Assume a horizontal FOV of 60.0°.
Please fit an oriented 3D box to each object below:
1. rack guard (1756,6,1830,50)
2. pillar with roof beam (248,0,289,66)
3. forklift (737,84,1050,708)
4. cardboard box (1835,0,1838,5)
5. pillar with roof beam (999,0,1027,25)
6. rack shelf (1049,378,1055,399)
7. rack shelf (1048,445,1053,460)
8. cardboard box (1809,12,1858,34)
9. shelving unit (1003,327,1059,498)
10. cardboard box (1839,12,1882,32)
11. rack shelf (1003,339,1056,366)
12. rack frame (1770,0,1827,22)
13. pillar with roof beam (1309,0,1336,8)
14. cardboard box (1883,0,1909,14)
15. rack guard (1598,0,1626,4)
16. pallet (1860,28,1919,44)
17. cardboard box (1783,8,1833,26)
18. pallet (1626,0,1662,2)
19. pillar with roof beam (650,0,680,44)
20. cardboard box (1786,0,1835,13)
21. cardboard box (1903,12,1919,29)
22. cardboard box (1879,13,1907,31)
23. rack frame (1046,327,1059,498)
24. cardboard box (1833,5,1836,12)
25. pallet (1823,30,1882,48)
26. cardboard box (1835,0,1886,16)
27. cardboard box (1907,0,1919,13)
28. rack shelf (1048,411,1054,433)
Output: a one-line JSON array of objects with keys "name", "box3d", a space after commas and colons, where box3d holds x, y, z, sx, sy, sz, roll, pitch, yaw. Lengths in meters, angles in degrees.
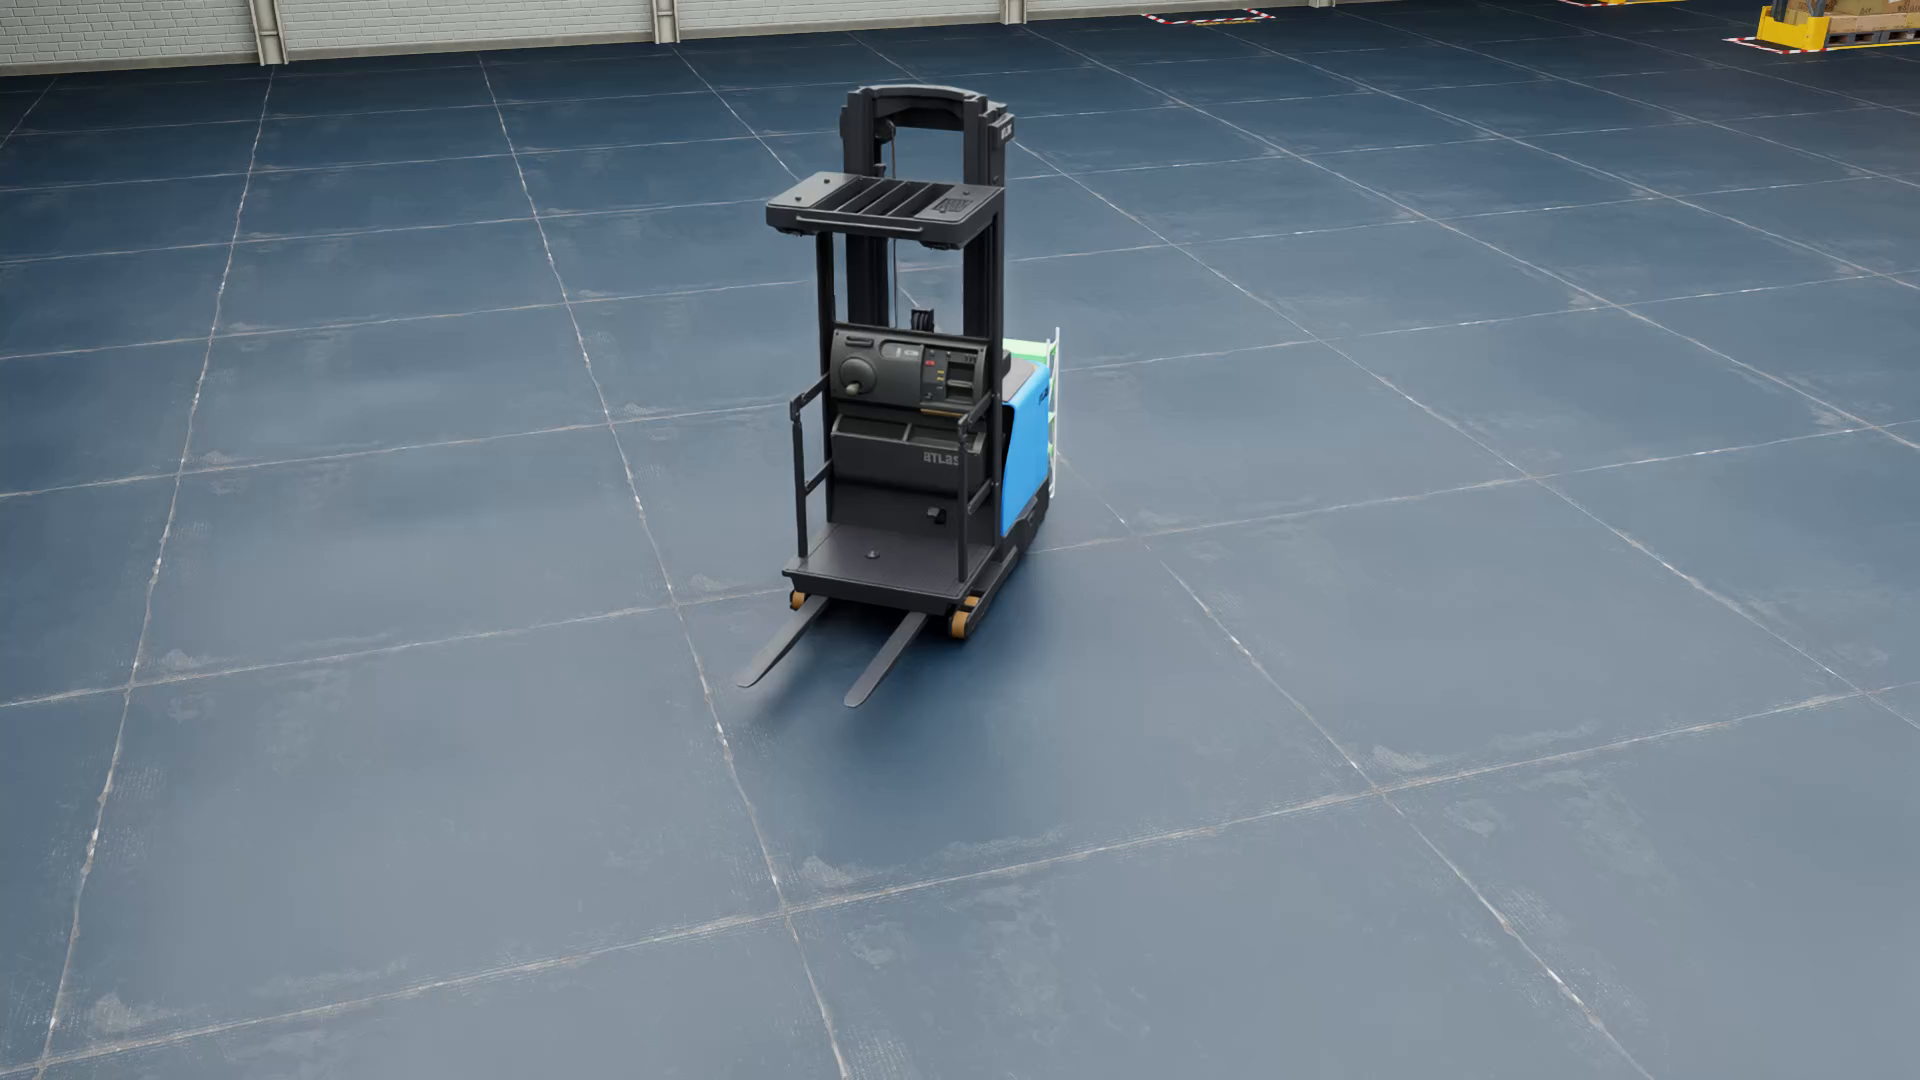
[{"name": "rack guard", "box3d": [13.443, -8.275, 26.855, 0.348, 0.500, 1.175, -8, 28, -16]}, {"name": "pillar with roof beam", "box3d": [-9.161, -9.516, 19.798, 0.400, 9.000, 9.100, -8, 28, -16]}, {"name": "forklift", "box3d": [-0.368, -0.940, 9.347, 1.130, 2.935, 3.031, 9, 28, 17]}, {"name": "cardboard box", "box3d": [14.830, -9.034, 27.350, 0.500, 0.500, 0.500, -8, 28, -16]}, {"name": "pillar with roof beam", "box3d": [2.249, -11.168, 23.126, 0.400, 9.000, 9.100, -8, 28, -16]}, {"name": "rack shelf", "box3d": [0.370, -0.992, 11.002, 0.480, 0.148, 0.258, 9, 28, 17]}, {"name": "rack shelf", "box3d": [0.370, -0.562, 11.215, 0.480, 0.148, 0.258, 9, 28, 17]}, {"name": "cardboard box", "box3d": [14.045, -8.334, 26.784, 0.500, 0.250, 0.500, -8, 28, -16]}, {"name": "shelving unit", "box3d": [0.370, -0.834, 11.080, 0.503, 1.200, 0.258, 9, 28, 17]}, {"name": "cardboard box", "box3d": [14.519, -8.404, 26.925, 0.500, 0.250, 0.500, -8, 28, -16]}, {"name": "rack shelf", "box3d": [0.370, -1.207, 10.895, 0.480, 0.148, 0.258, 9, 28, 17]}, {"name": "rack frame", "box3d": [13.466, -9.398, 26.306, 0.127, 3.000, 1.000, -8, 28, -16]}, {"name": "pillar with roof beam", "box3d": [7.954, -11.994, 24.790, 0.400, 9.000, 9.100, -8, 28, -16]}, {"name": "cardboard box", "box3d": [14.991, -8.814, 26.907, 0.500, 0.500, 0.500, -8, 28, -16]}, {"name": "rack guard", "box3d": [12.001, -10.382, 31.101, 0.348, 0.500, 1.175, -8, 28, -16]}, {"name": "pallet", "box3d": [15.338, -8.438, 27.509, 1.213, 0.211, 1.003, -8, 28, -16]}, {"name": "cardboard box", "box3d": [13.884, -8.553, 27.225, 0.500, 0.250, 0.500, -8, 28, -16]}, {"name": "pallet", "box3d": [12.784, -10.350, 31.360, 1.213, 0.211, 1.003, -8, 28, -16]}, {"name": "pillar with roof beam", "box3d": [-3.456, -10.342, 21.462, 0.400, 9.000, 9.100, -8, 28, -16]}, {"name": "cardboard box", "box3d": [13.884, -8.890, 27.060, 0.500, 0.500, 0.500, -8, 28, -16]}, {"name": "cardboard box", "box3d": [15.471, -8.540, 27.198, 0.500, 0.250, 0.500, -8, 28, -16]}, {"name": "cardboard box", "box3d": [14.994, -8.473, 27.064, 0.500, 0.250, 0.500, -8, 28, -16]}, {"name": "rack frame", "box3d": [0.601, -0.799, 11.010, 0.015, 1.200, 0.240, 9, 28, 17]}, {"name": "cardboard box", "box3d": [14.356, -8.627, 27.374, 0.500, 0.250, 0.500, -8, 28, -16]}, {"name": "pallet", "box3d": [14.180, -8.272, 27.174, 1.213, 0.211, 1.003, -8, 28, -16]}, {"name": "cardboard box", "box3d": [14.519, -8.739, 26.757, 0.500, 0.500, 0.500, -8, 28, -16]}, {"name": "cardboard box", "box3d": [15.472, -8.875, 27.031, 0.500, 0.500, 0.500, -8, 28, -16]}, {"name": "rack shelf", "box3d": [0.370, -0.777, 11.109, 0.480, 0.148, 0.258, 9, 28, 17]}]
